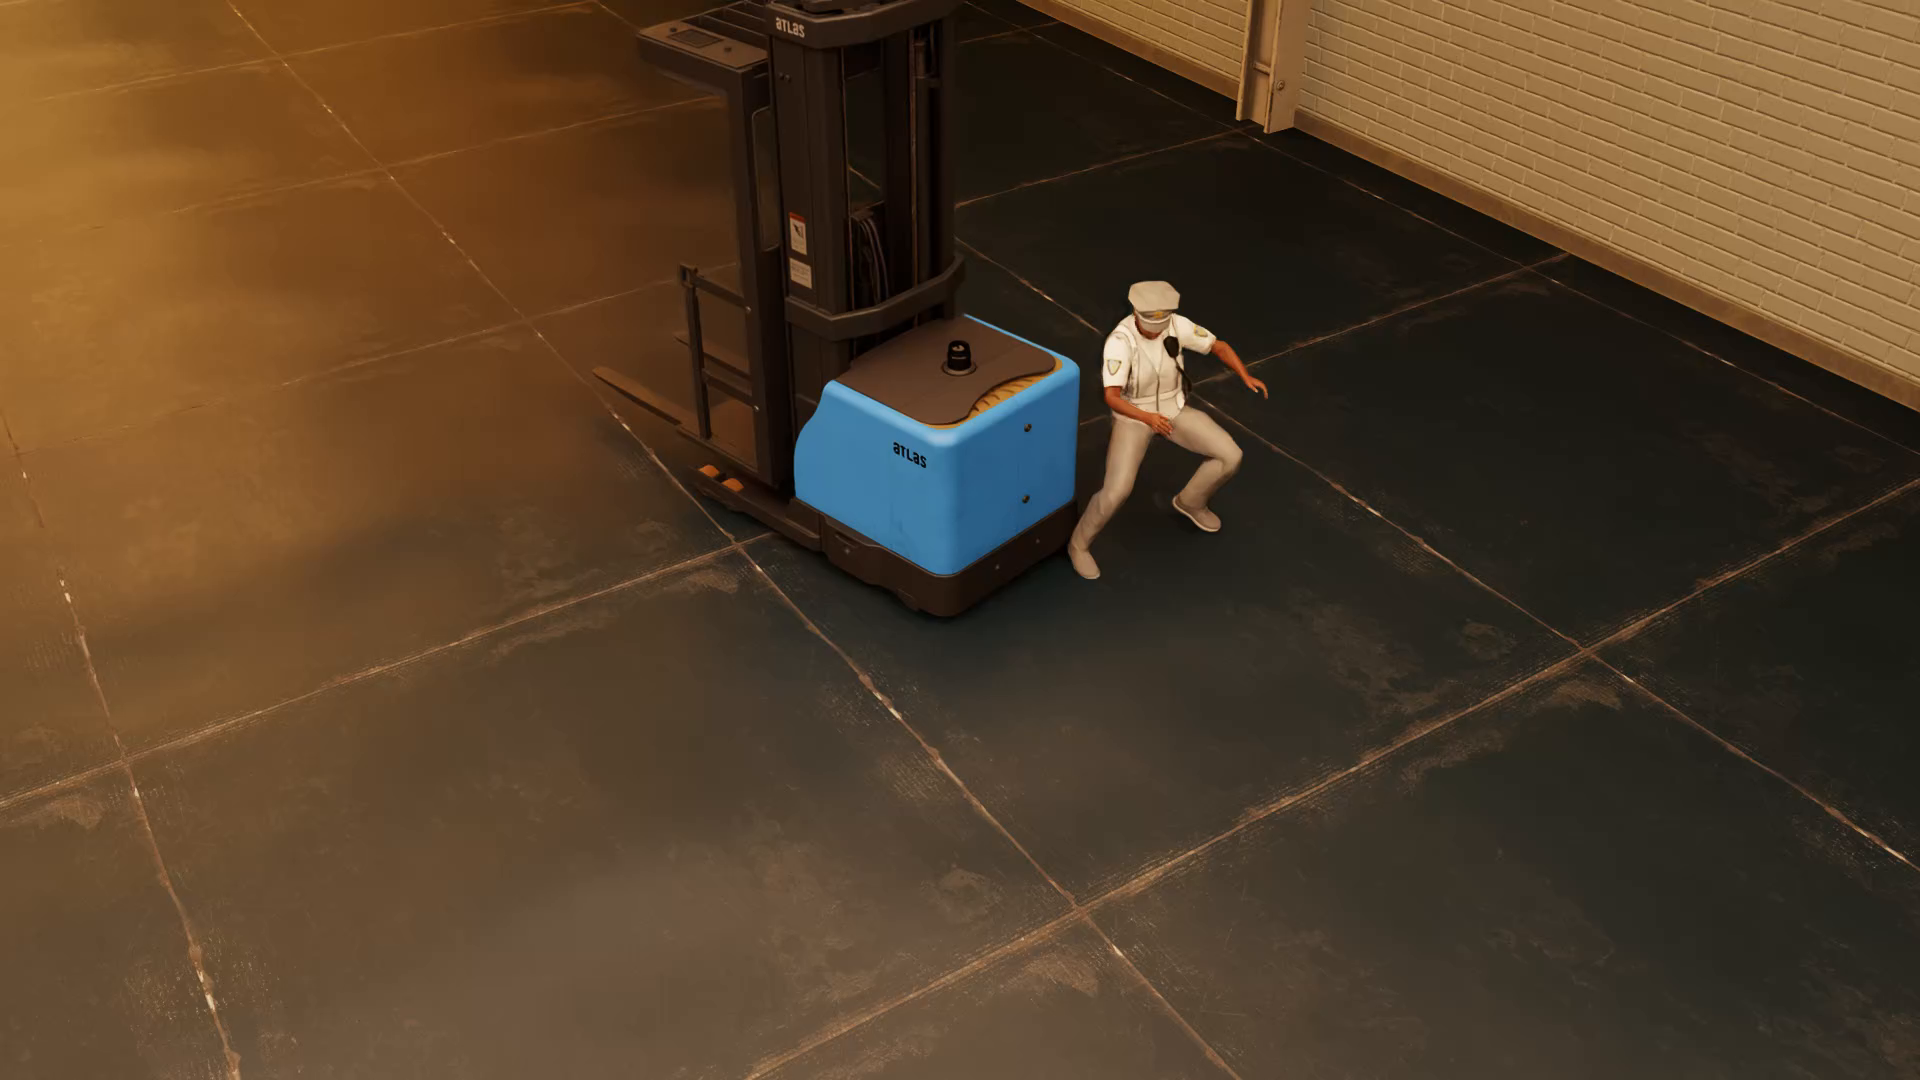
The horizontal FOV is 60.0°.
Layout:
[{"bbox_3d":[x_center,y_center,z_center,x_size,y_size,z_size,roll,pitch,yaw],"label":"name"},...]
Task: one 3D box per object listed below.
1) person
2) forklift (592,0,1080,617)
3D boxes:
[{"bbox_3d":[0.999,-0.551,8.249,0.916,1.455,0.737,-10,36,-14],"label":"person"},{"bbox_3d":[-0.821,-1.557,8.363,3.031,2.935,1.130,28,44,34],"label":"forklift"}]
